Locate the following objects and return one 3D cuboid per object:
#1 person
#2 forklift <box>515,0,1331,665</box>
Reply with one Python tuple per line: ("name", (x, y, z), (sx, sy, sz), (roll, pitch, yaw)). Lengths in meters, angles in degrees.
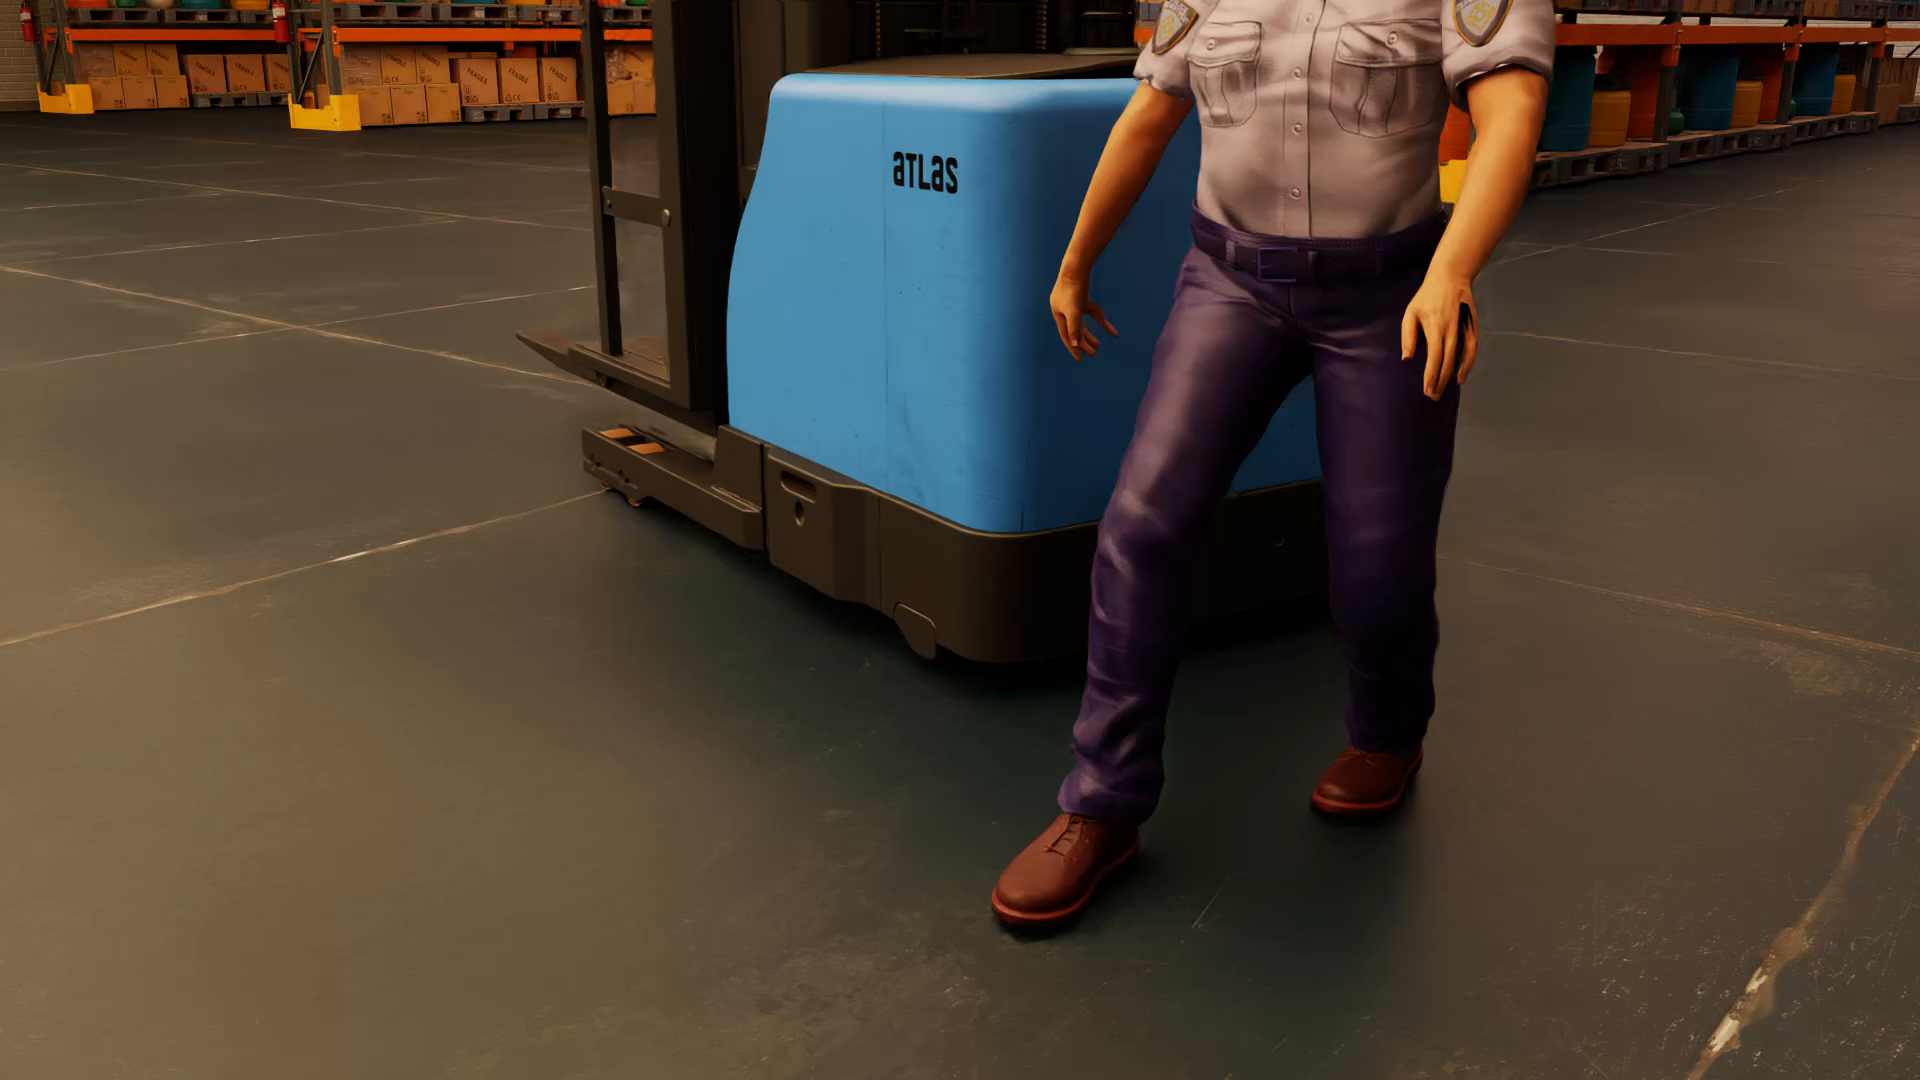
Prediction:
("person", (0.390, -0.303, 2.265), (0.723, 1.555, 0.810), (7, 18, 23))
("forklift", (-0.336, -1.551, 4.004), (1.130, 2.935, 3.031), (-11, 20, -32))
